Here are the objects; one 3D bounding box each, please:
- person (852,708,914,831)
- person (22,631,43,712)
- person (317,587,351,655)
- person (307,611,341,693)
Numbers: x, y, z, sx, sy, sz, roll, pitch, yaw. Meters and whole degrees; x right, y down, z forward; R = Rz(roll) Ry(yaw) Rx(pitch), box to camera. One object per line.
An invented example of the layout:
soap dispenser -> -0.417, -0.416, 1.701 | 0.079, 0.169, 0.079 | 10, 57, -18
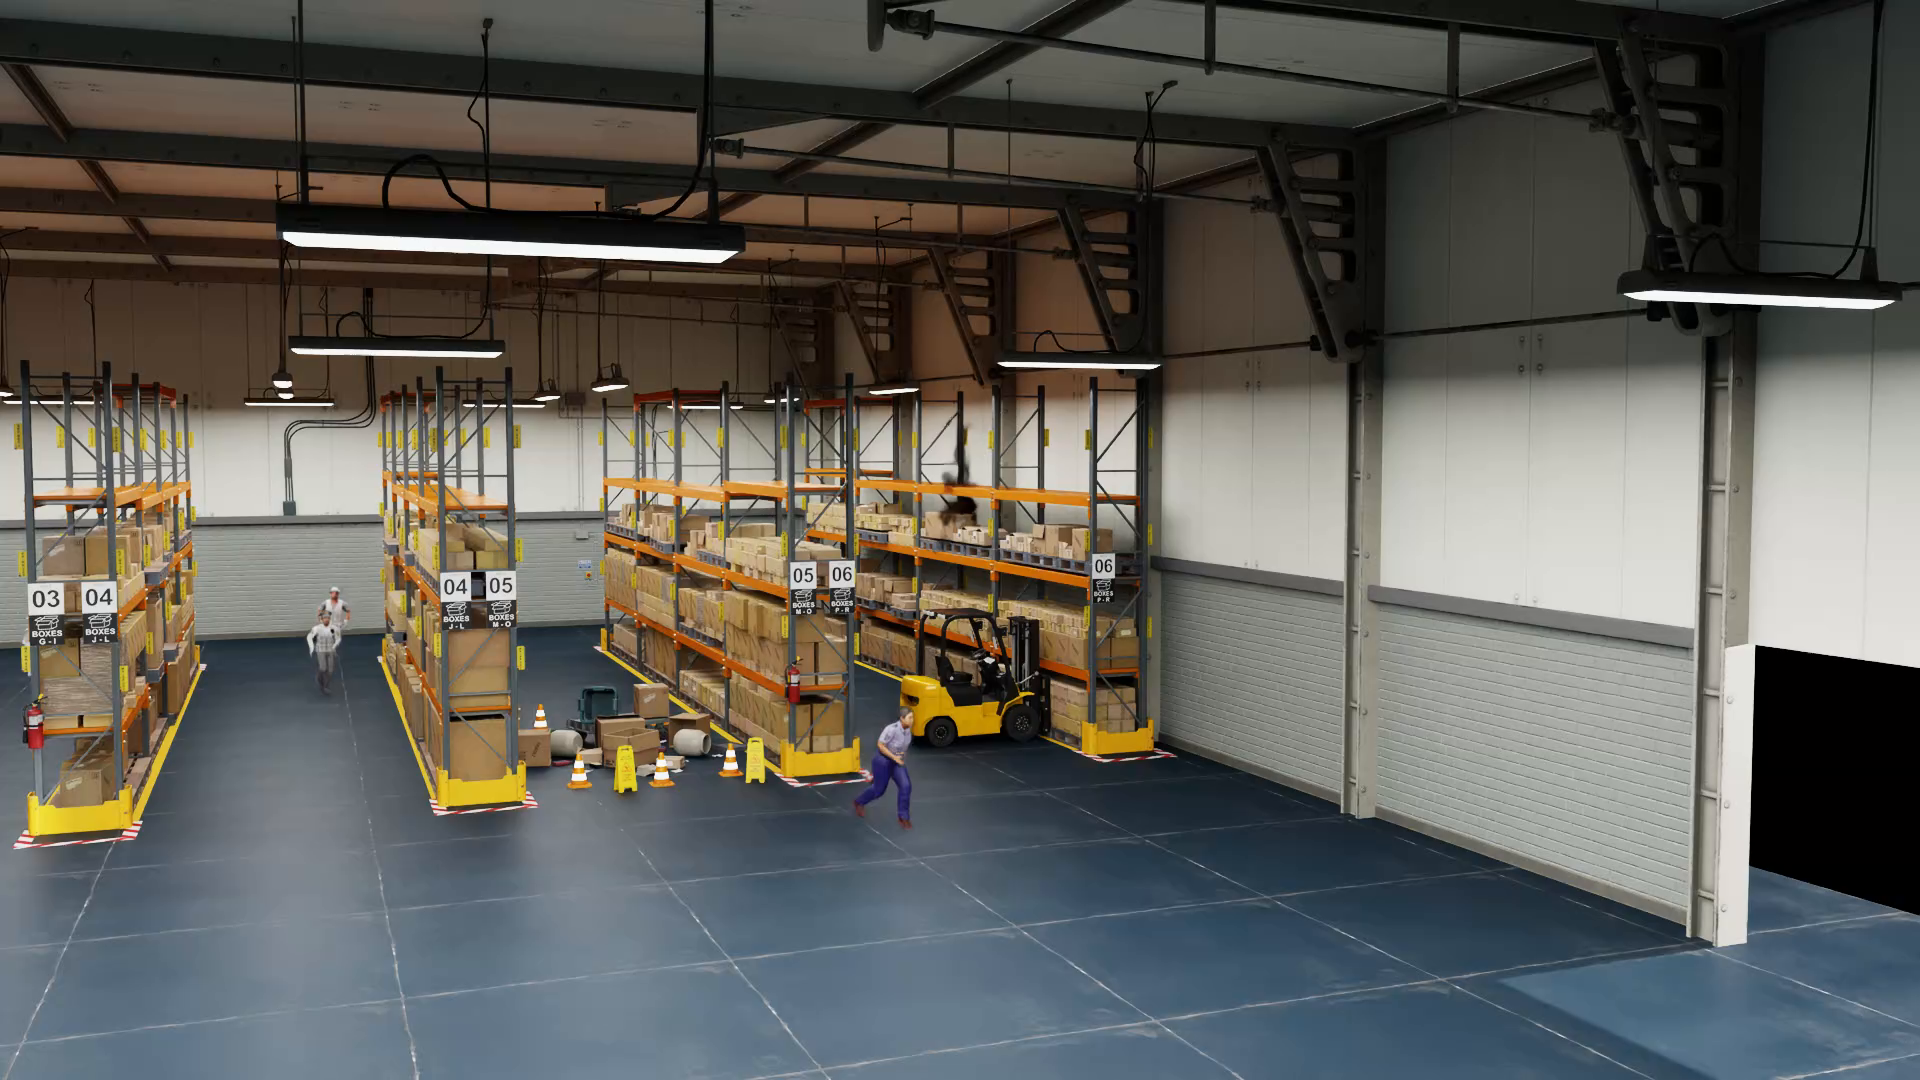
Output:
person -> -0.979, 2.954, 21.601 | 0.975, 1.588, 0.641 | 2, 4, 31
person -> -16.685, 2.303, 30.264 | 0.705, 1.755, 0.994 | -1, 4, -21
person -> -13.841, 1.917, 36.755 | 0.706, 1.760, 0.889 | -1, 4, -12
person -> -12.468, 2.206, 32.687 | 0.600, 1.639, 0.631 | -2, 4, -33
